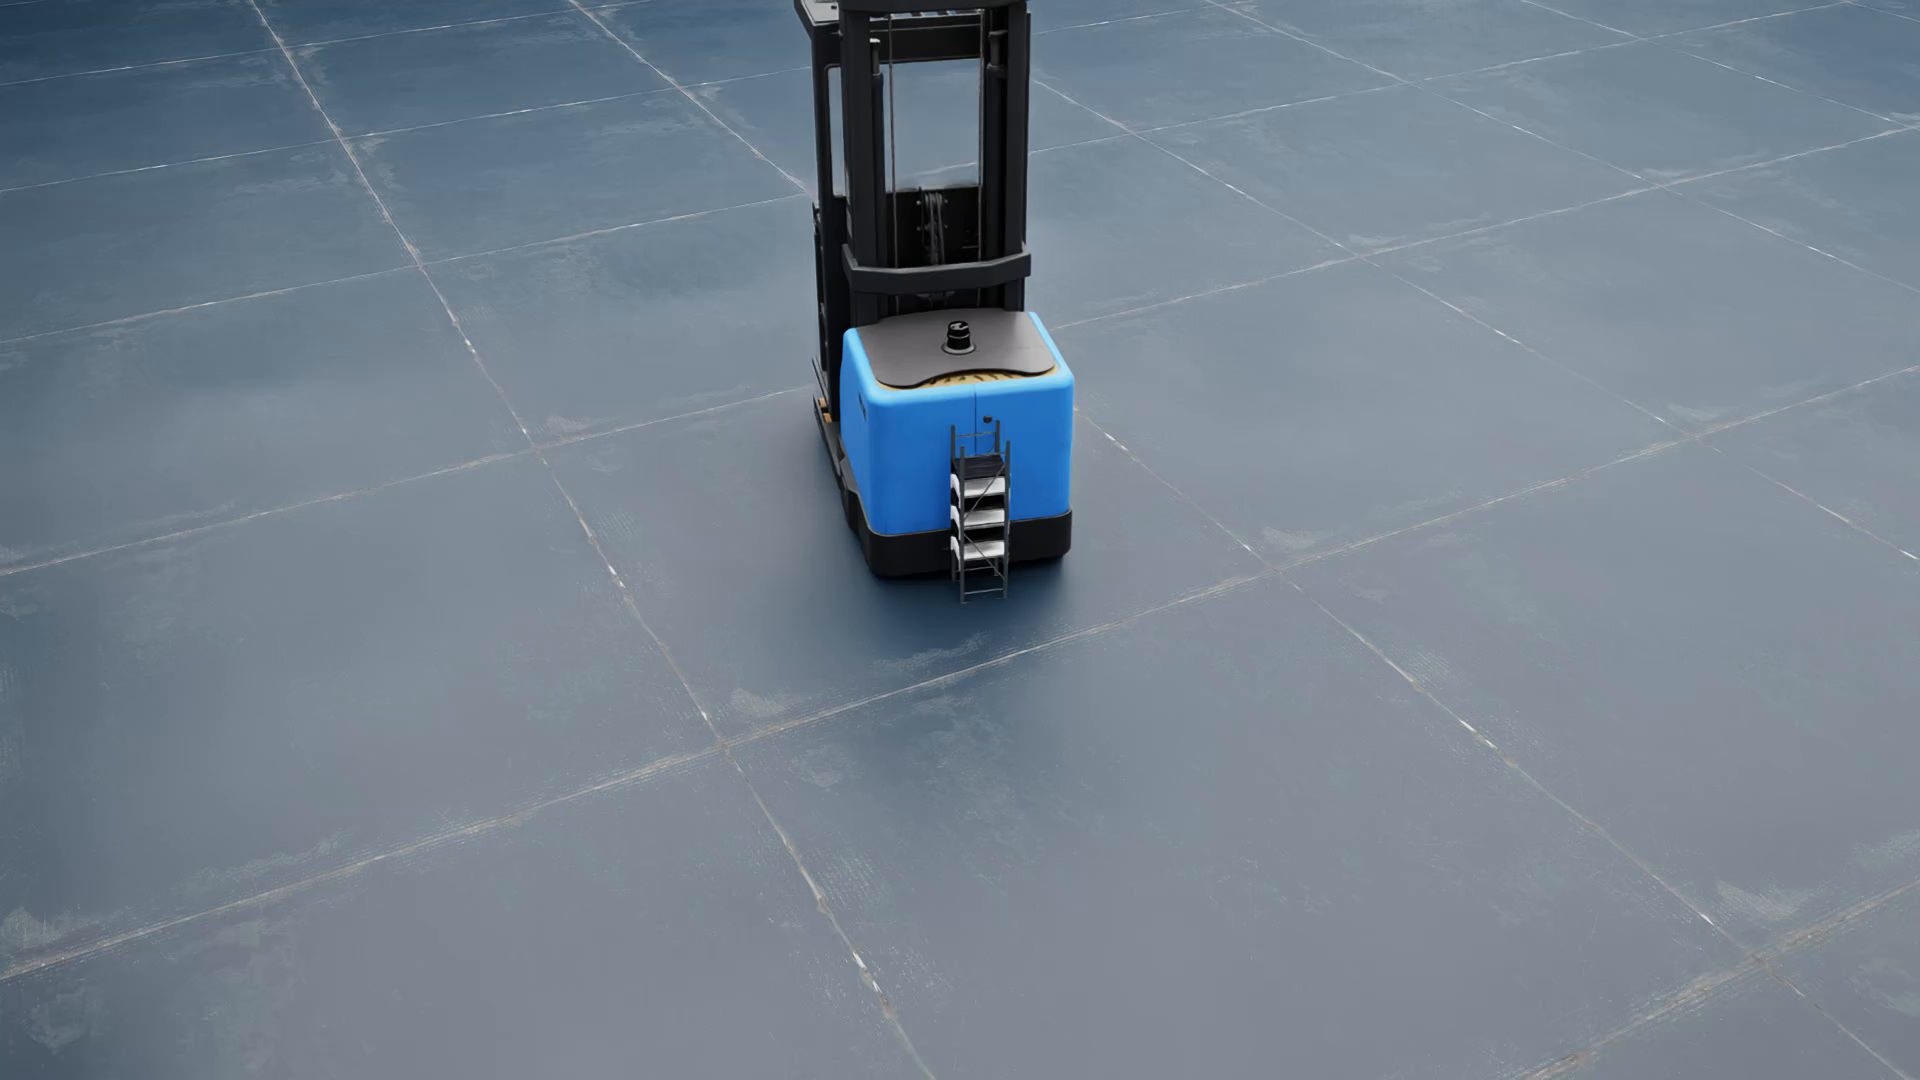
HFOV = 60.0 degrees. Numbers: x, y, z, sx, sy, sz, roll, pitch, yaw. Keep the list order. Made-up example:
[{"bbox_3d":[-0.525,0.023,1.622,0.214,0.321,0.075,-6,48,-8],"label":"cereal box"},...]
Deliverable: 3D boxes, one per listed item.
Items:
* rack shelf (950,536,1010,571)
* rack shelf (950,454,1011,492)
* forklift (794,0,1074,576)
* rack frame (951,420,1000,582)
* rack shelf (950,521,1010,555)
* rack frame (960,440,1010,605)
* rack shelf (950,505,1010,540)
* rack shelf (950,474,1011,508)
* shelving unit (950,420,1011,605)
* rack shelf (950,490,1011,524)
[{"bbox_3d":[0.097,0.052,8.230,0.258,0.077,0.200,-7,33,-10],"label":"rack shelf"},{"bbox_3d":[0.097,-0.327,7.987,0.258,0.077,0.200,-7,33,-10],"label":"rack shelf"},{"bbox_3d":[-0.244,-1.839,8.903,1.130,2.935,3.031,-7,33,-10],"label":"forklift"},{"bbox_3d":[0.075,-0.181,8.198,0.240,0.900,0.006,-7,33,-10],"label":"rack frame"},{"bbox_3d":[0.097,-0.024,8.181,0.258,0.077,0.200,-7,33,-10],"label":"rack shelf"},{"bbox_3d":[0.118,-0.074,8.031,0.240,0.900,0.006,-7,33,-10],"label":"rack frame"},{"bbox_3d":[0.097,-0.099,8.133,0.258,0.077,0.200,-7,33,-10],"label":"rack shelf"},{"bbox_3d":[0.097,-0.251,8.036,0.258,0.077,0.200,-7,33,-10],"label":"rack shelf"},{"bbox_3d":[0.097,-0.127,8.115,0.258,0.900,0.210,-7,33,-10],"label":"shelving unit"},{"bbox_3d":[0.097,-0.175,8.084,0.258,0.077,0.200,-7,33,-10],"label":"rack shelf"}]
